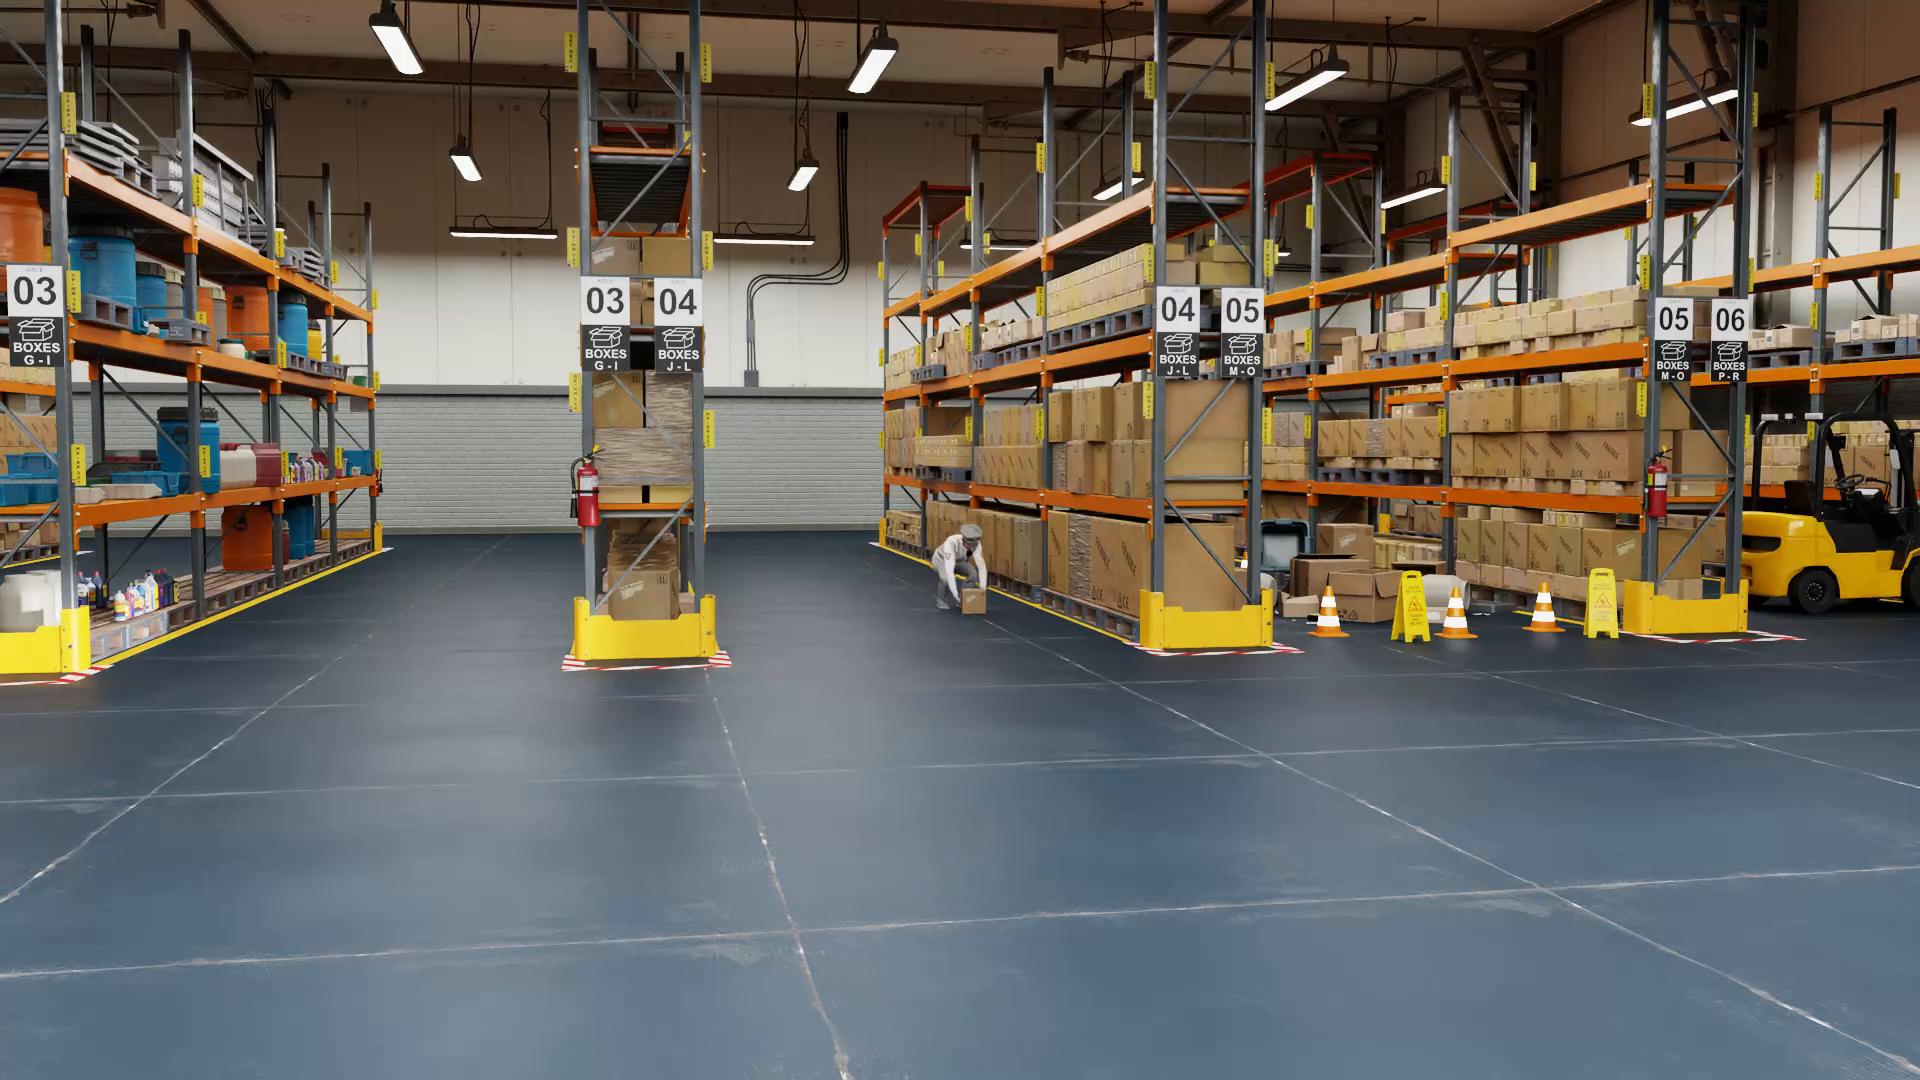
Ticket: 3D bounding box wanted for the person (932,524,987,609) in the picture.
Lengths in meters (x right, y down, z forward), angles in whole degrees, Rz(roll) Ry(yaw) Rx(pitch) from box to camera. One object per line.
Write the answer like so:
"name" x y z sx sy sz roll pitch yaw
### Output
"person" -0.003 0.290 18.333 0.499 0.961 0.849 -1 3 -19
